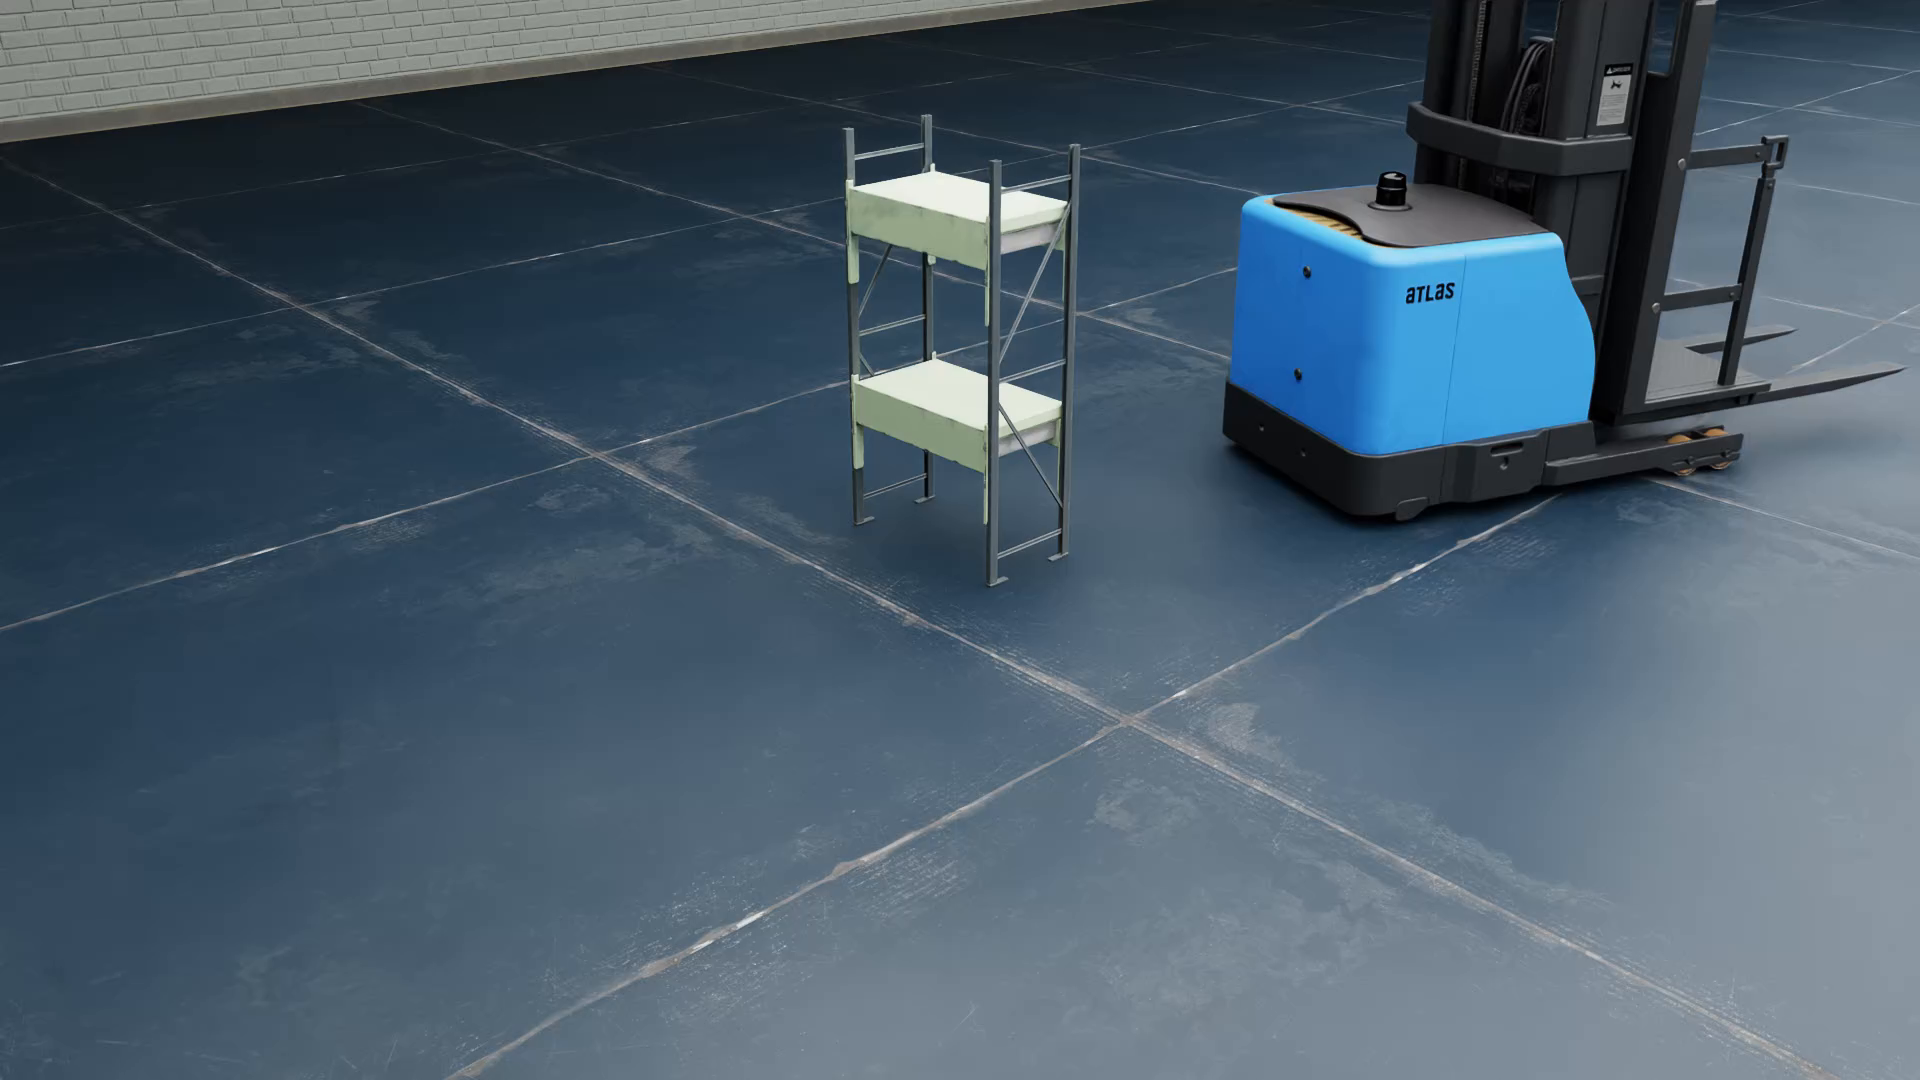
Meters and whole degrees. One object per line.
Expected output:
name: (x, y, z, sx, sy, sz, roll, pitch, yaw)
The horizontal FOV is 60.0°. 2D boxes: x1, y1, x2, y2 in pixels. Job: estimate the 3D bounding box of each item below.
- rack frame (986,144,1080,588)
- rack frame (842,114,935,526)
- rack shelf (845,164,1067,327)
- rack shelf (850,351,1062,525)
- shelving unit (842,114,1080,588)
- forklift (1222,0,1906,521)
rack frame: (0.246, -0.573, 5.700, 0.400, 1.500, 0.023, -21, 32, -38)
rack frame: (-0.255, -0.795, 6.186, 0.400, 1.500, 0.023, -21, 32, -38)
rack shelf: (-0.005, -1.039, 5.781, 0.431, 0.370, 0.720, -21, 32, -38)
rack shelf: (-0.005, -0.388, 6.078, 0.431, 0.370, 0.720, -21, 32, -38)
shelving unit: (-0.005, -0.684, 5.943, 0.431, 1.500, 0.755, -21, 32, -38)
forklift: (2.684, -1.786, 6.634, 3.031, 2.935, 1.130, -10, 26, -20)
